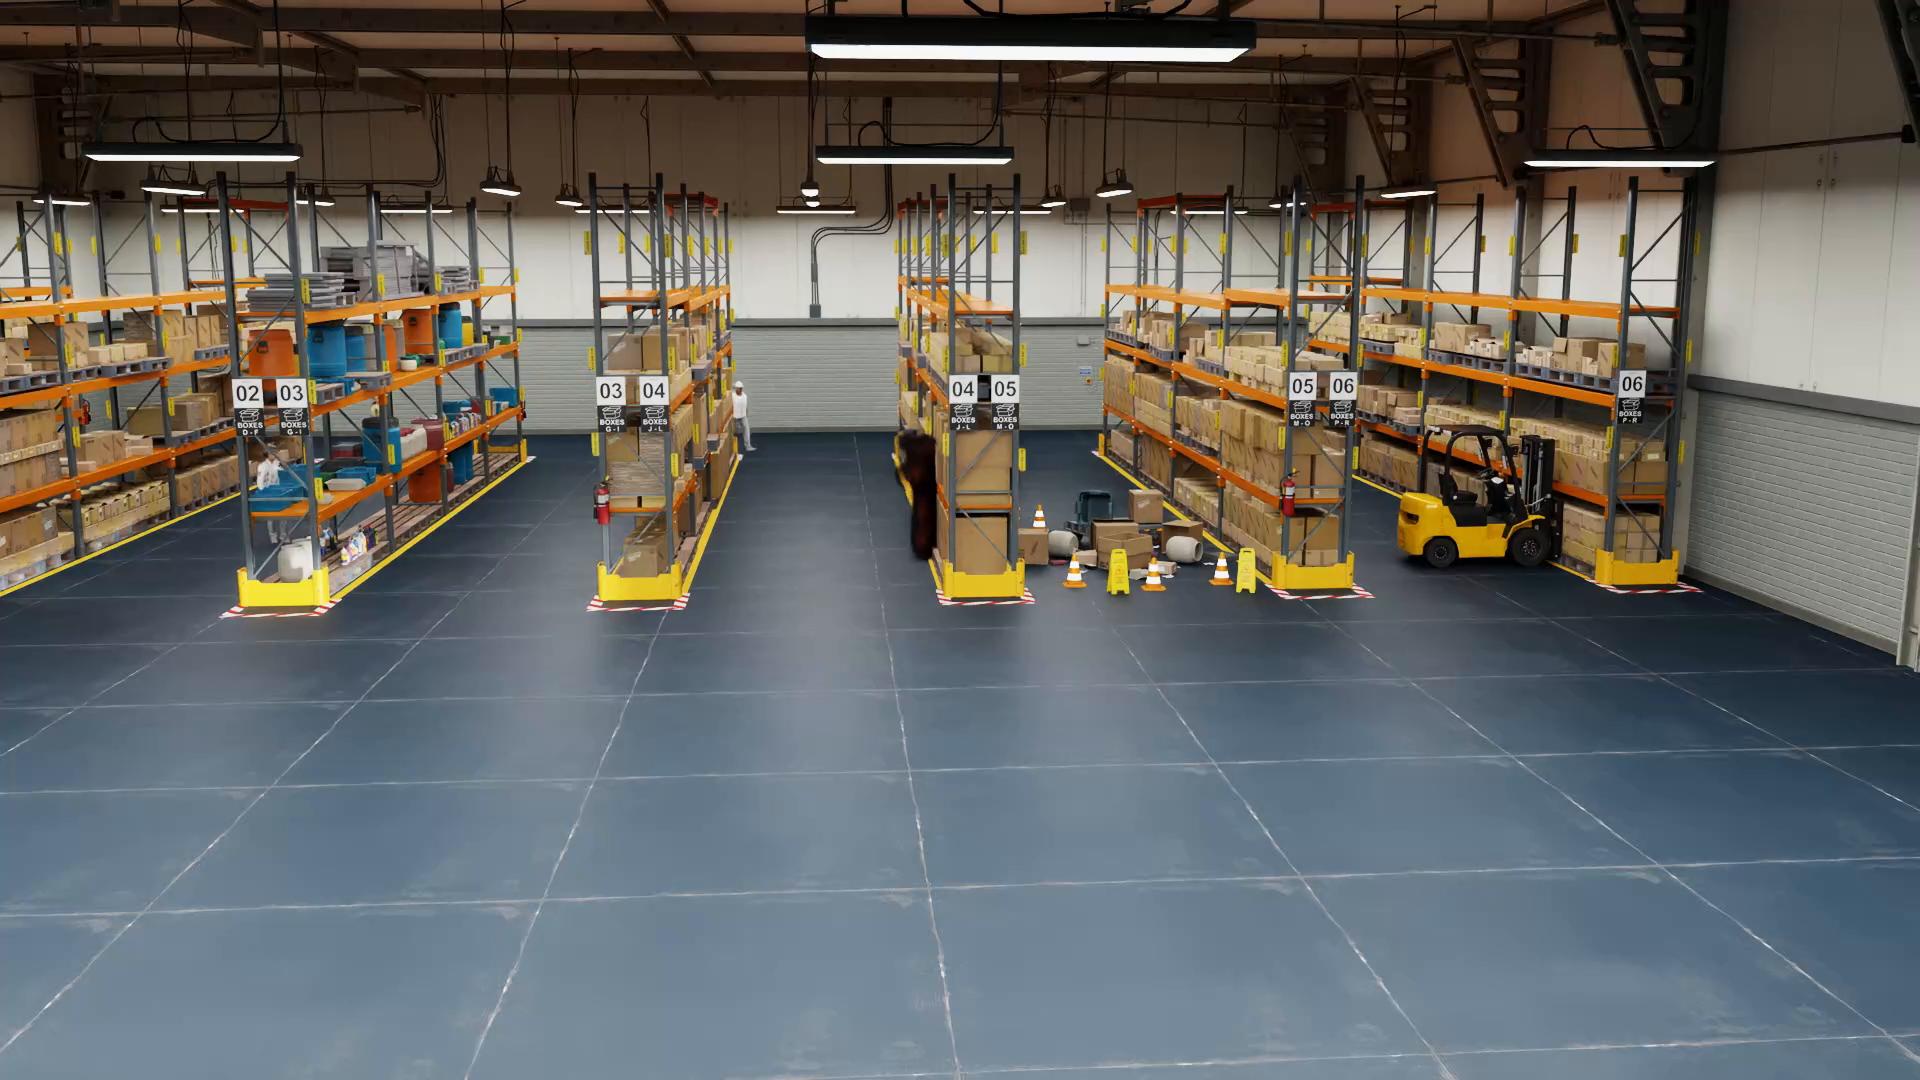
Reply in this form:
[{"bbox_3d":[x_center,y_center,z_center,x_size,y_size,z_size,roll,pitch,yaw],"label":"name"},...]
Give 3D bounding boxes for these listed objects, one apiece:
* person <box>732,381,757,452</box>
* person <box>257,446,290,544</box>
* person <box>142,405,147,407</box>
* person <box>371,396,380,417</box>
[{"bbox_3d":[-5.429,-3.054,41.073,0.670,1.733,1.005,-9,14,-42],"label":"person"},{"bbox_3d":[-11.727,-0.751,28.355,0.486,1.719,0.413,-7,12,-35],"label":"person"},{"bbox_3d":[-17.239,-1.986,35.229,0.674,1.740,0.936,-1,10,-3],"label":"person"},{"bbox_3d":[-13.354,-2.572,38.485,0.402,1.684,0.465,2,10,10],"label":"person"}]
